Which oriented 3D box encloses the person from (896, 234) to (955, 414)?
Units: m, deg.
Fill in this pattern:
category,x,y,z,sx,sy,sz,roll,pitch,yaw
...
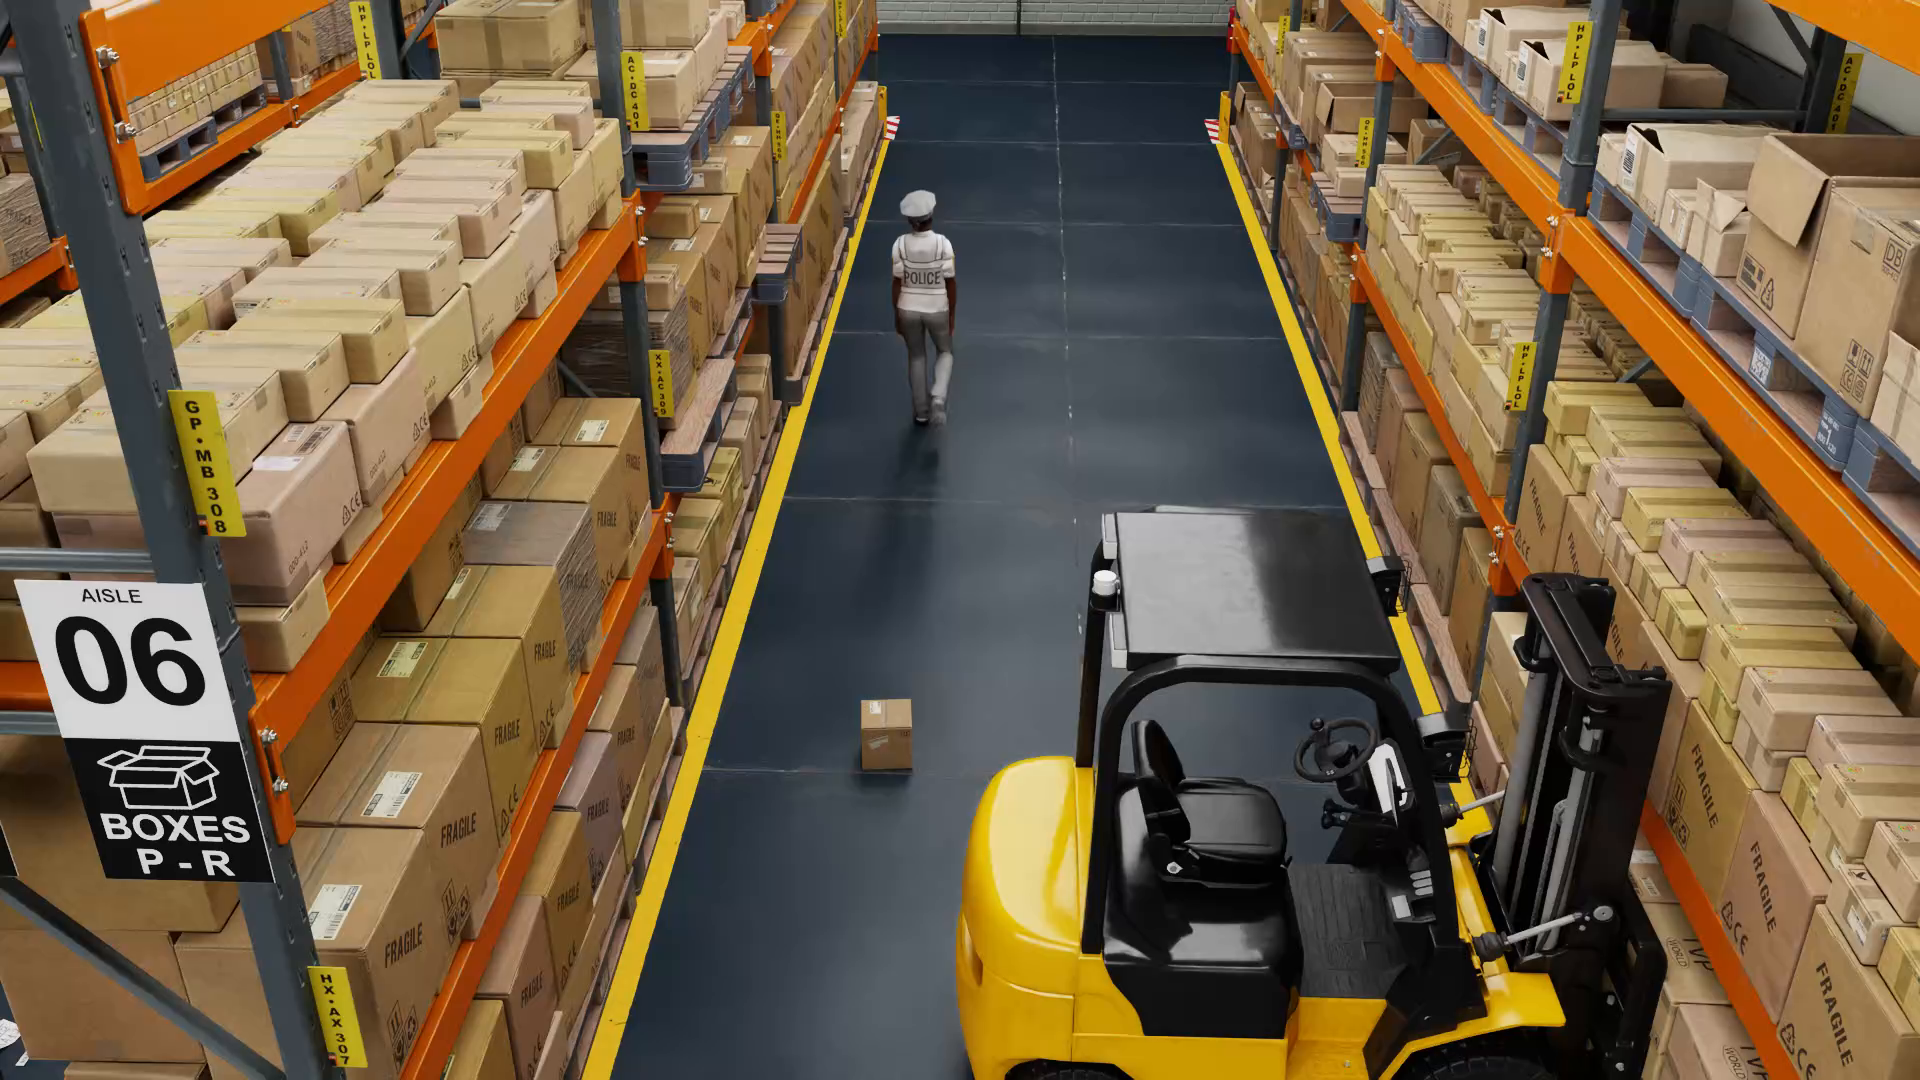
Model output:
category,x,y,z,sx,sy,sz,roll,pitch,yaw
person,-0.244,-1.491,11.552,0.390,1.347,0.446,2,28,3
